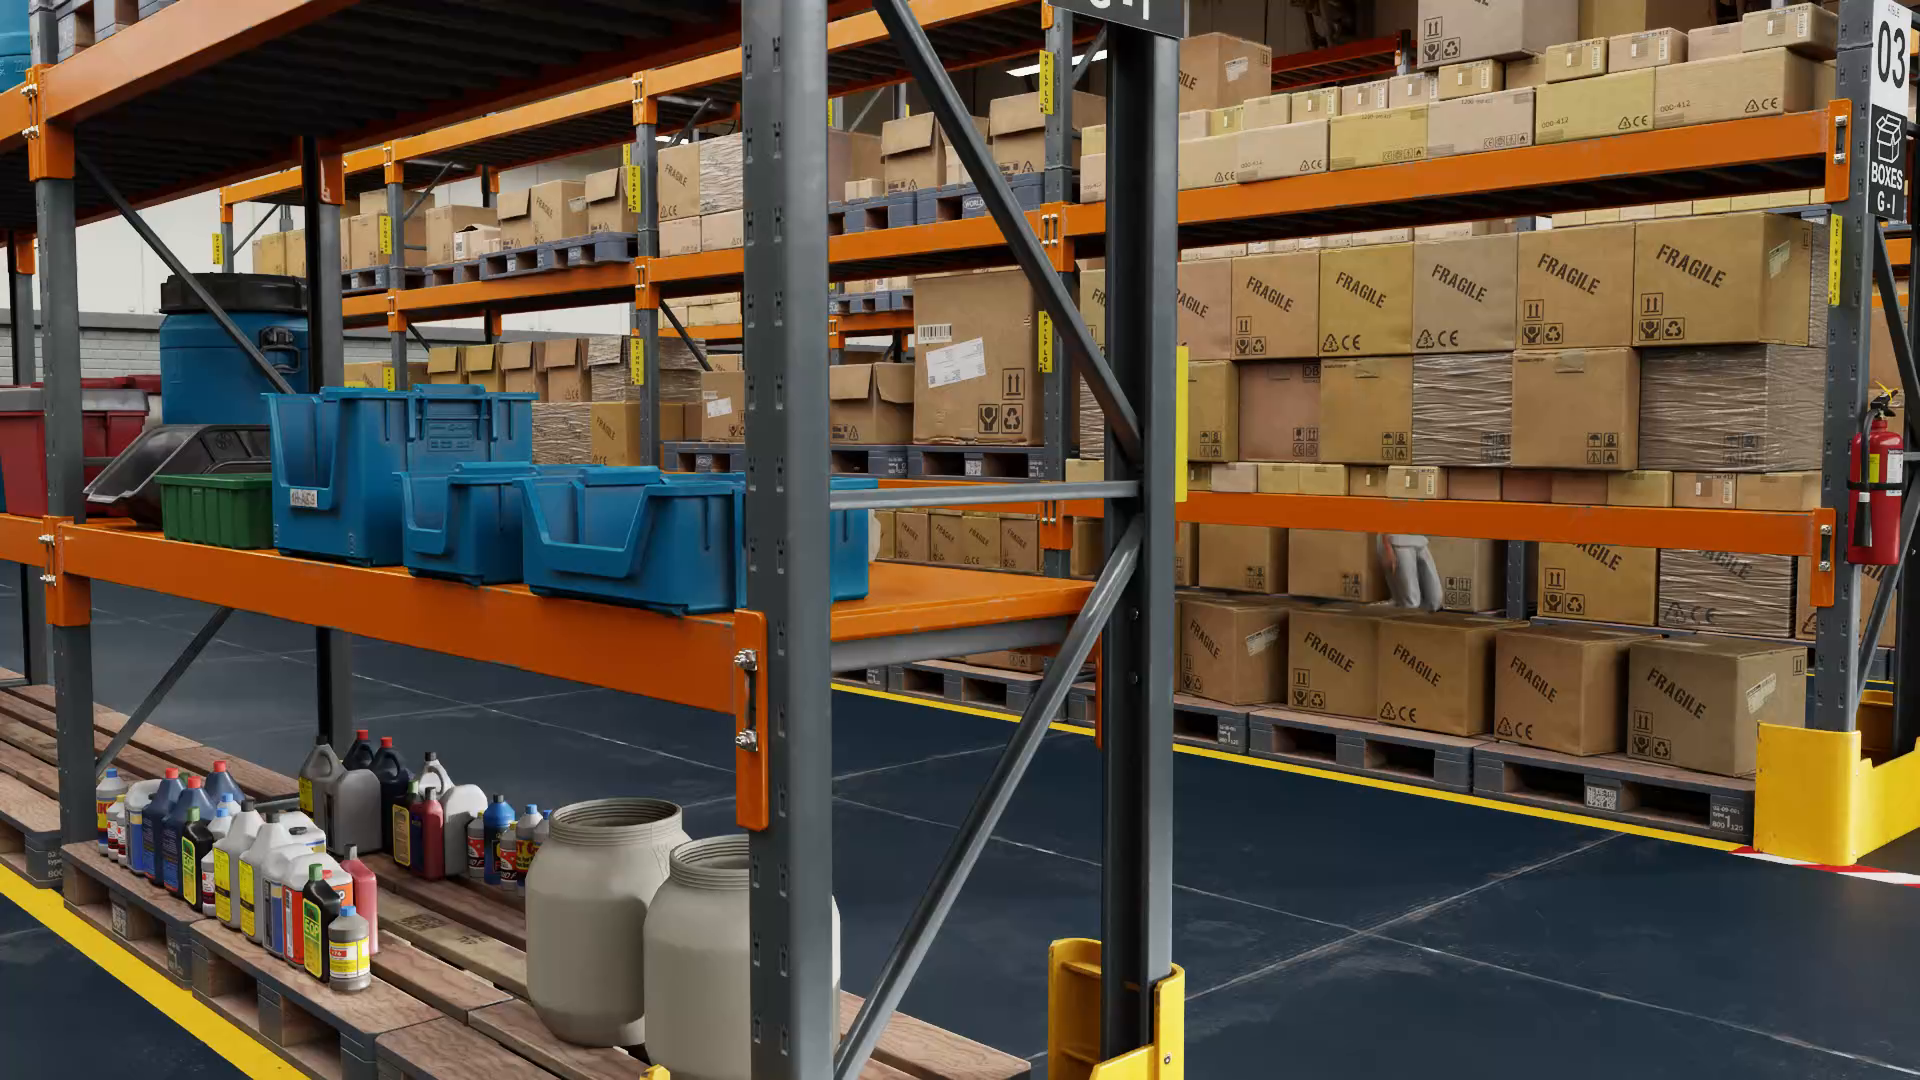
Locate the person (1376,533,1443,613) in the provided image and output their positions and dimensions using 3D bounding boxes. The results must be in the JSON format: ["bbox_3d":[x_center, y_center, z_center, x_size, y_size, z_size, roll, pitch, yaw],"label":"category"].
[{"bbox_3d":[2.765,0.062,10.512,0.566,1.637,0.444,4,6,44],"label":"person"}]
